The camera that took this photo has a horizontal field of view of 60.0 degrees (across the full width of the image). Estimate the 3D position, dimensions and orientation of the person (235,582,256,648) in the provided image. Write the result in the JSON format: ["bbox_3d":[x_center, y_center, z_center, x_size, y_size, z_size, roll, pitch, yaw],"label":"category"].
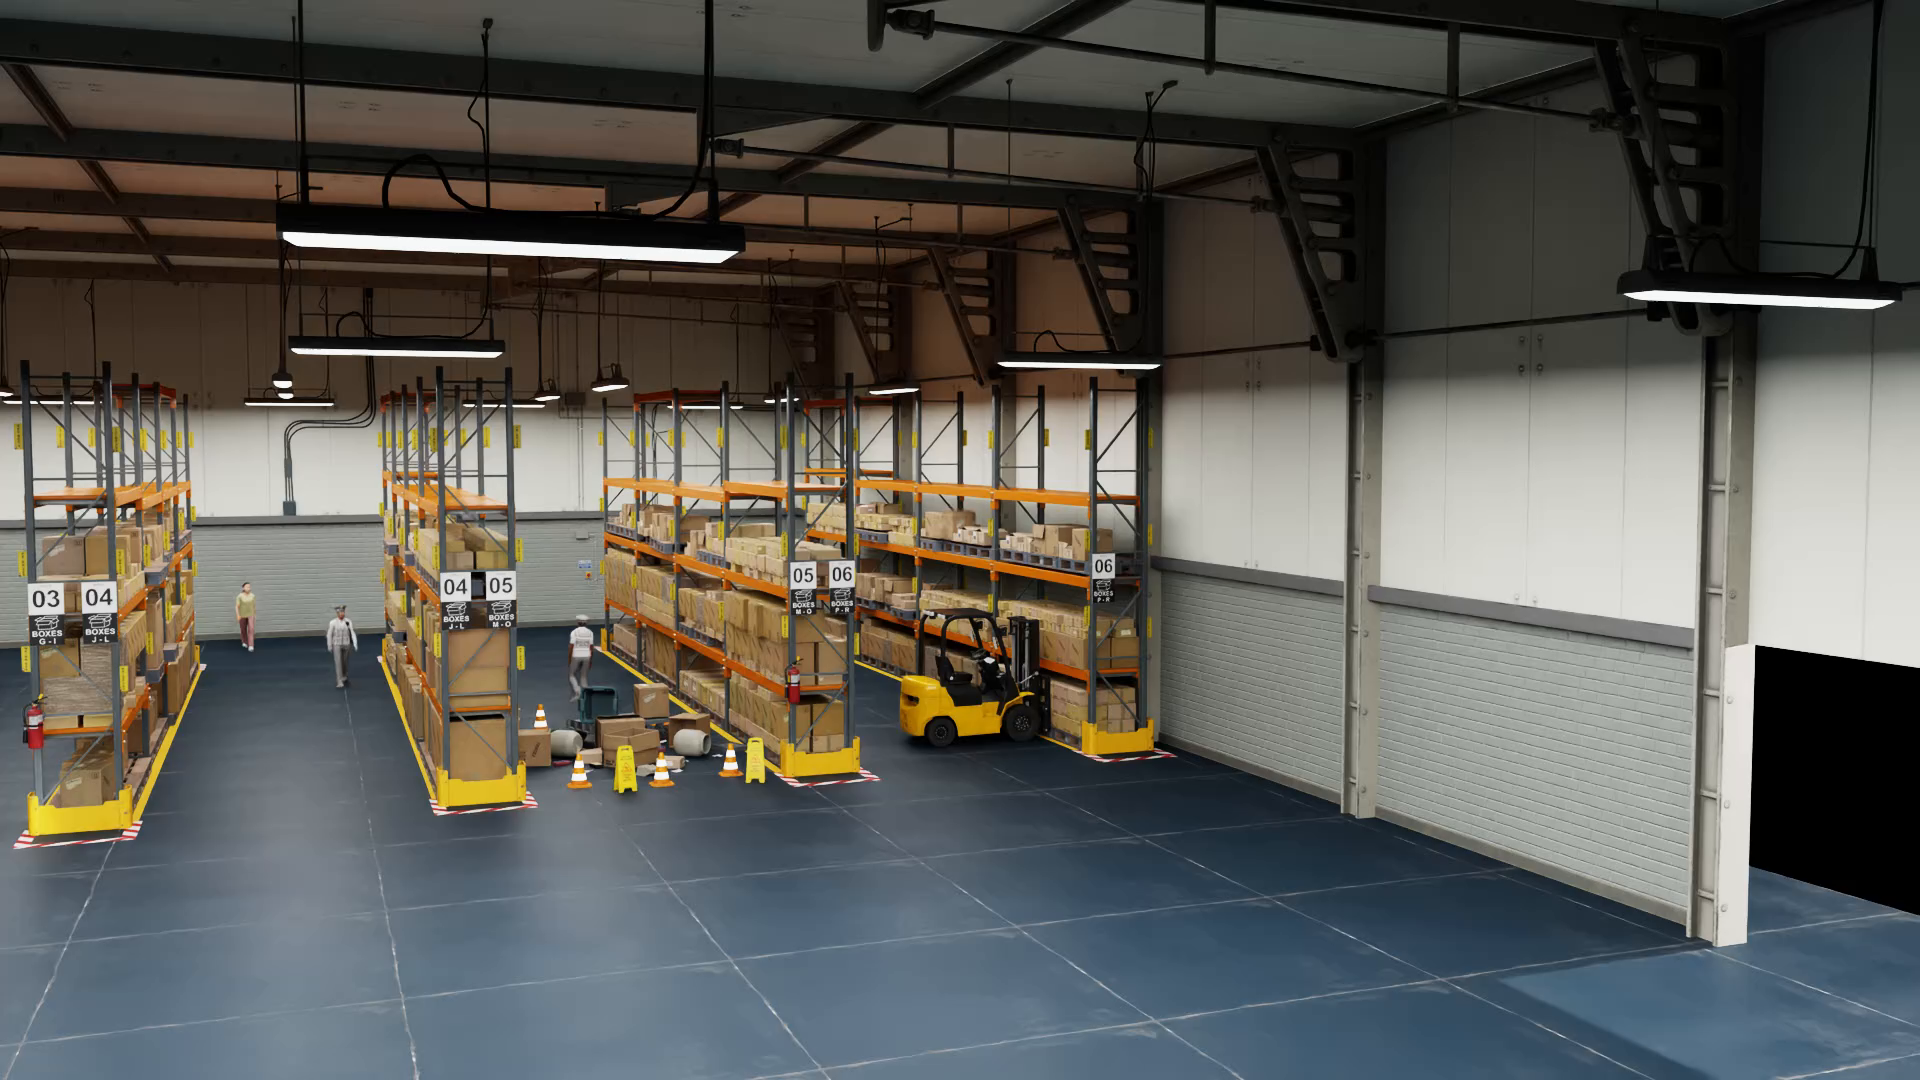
[{"bbox_3d":[-16.999,1.786,39.567,0.440,1.537,0.935,-2,4,-25],"label":"person"}]

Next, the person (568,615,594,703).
[{"bbox_3d":[-7.178,2.264,31.519,0.483,1.671,0.449,-2,4,-24],"label":"person"}]

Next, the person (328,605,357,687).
[{"bbox_3d":[-12.579,2.130,33.872,0.549,1.621,1.015,-2,4,-24],"label":"person"}]
